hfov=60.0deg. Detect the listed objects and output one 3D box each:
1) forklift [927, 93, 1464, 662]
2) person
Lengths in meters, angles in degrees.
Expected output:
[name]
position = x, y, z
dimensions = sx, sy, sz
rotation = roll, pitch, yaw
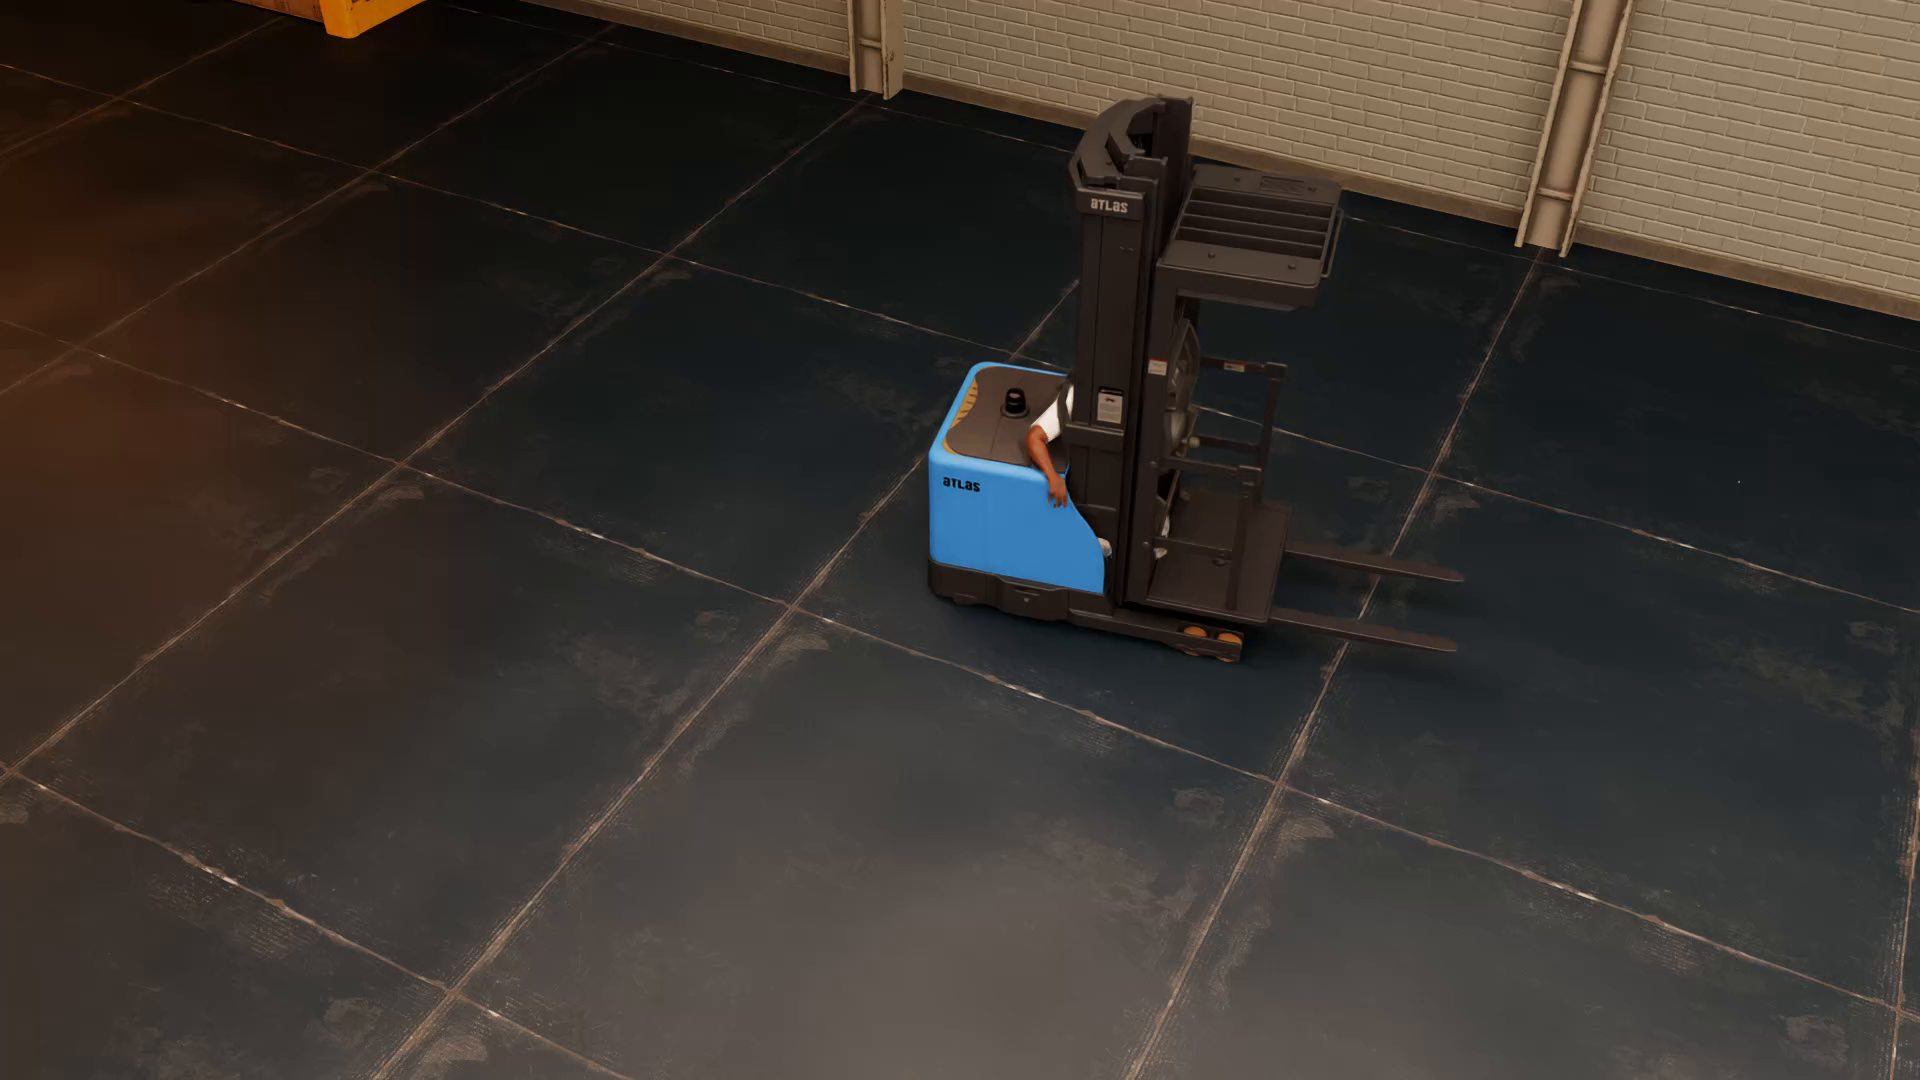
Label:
[forklift]
position = 1.385, -0.812, 8.951
dimensions = 3.031, 2.935, 1.130
rotation = 11, 41, 12
[person]
position = 0.869, -0.404, 9.346
dimensions = 1.078, 1.499, 0.682
rotation = -25, 46, -27
